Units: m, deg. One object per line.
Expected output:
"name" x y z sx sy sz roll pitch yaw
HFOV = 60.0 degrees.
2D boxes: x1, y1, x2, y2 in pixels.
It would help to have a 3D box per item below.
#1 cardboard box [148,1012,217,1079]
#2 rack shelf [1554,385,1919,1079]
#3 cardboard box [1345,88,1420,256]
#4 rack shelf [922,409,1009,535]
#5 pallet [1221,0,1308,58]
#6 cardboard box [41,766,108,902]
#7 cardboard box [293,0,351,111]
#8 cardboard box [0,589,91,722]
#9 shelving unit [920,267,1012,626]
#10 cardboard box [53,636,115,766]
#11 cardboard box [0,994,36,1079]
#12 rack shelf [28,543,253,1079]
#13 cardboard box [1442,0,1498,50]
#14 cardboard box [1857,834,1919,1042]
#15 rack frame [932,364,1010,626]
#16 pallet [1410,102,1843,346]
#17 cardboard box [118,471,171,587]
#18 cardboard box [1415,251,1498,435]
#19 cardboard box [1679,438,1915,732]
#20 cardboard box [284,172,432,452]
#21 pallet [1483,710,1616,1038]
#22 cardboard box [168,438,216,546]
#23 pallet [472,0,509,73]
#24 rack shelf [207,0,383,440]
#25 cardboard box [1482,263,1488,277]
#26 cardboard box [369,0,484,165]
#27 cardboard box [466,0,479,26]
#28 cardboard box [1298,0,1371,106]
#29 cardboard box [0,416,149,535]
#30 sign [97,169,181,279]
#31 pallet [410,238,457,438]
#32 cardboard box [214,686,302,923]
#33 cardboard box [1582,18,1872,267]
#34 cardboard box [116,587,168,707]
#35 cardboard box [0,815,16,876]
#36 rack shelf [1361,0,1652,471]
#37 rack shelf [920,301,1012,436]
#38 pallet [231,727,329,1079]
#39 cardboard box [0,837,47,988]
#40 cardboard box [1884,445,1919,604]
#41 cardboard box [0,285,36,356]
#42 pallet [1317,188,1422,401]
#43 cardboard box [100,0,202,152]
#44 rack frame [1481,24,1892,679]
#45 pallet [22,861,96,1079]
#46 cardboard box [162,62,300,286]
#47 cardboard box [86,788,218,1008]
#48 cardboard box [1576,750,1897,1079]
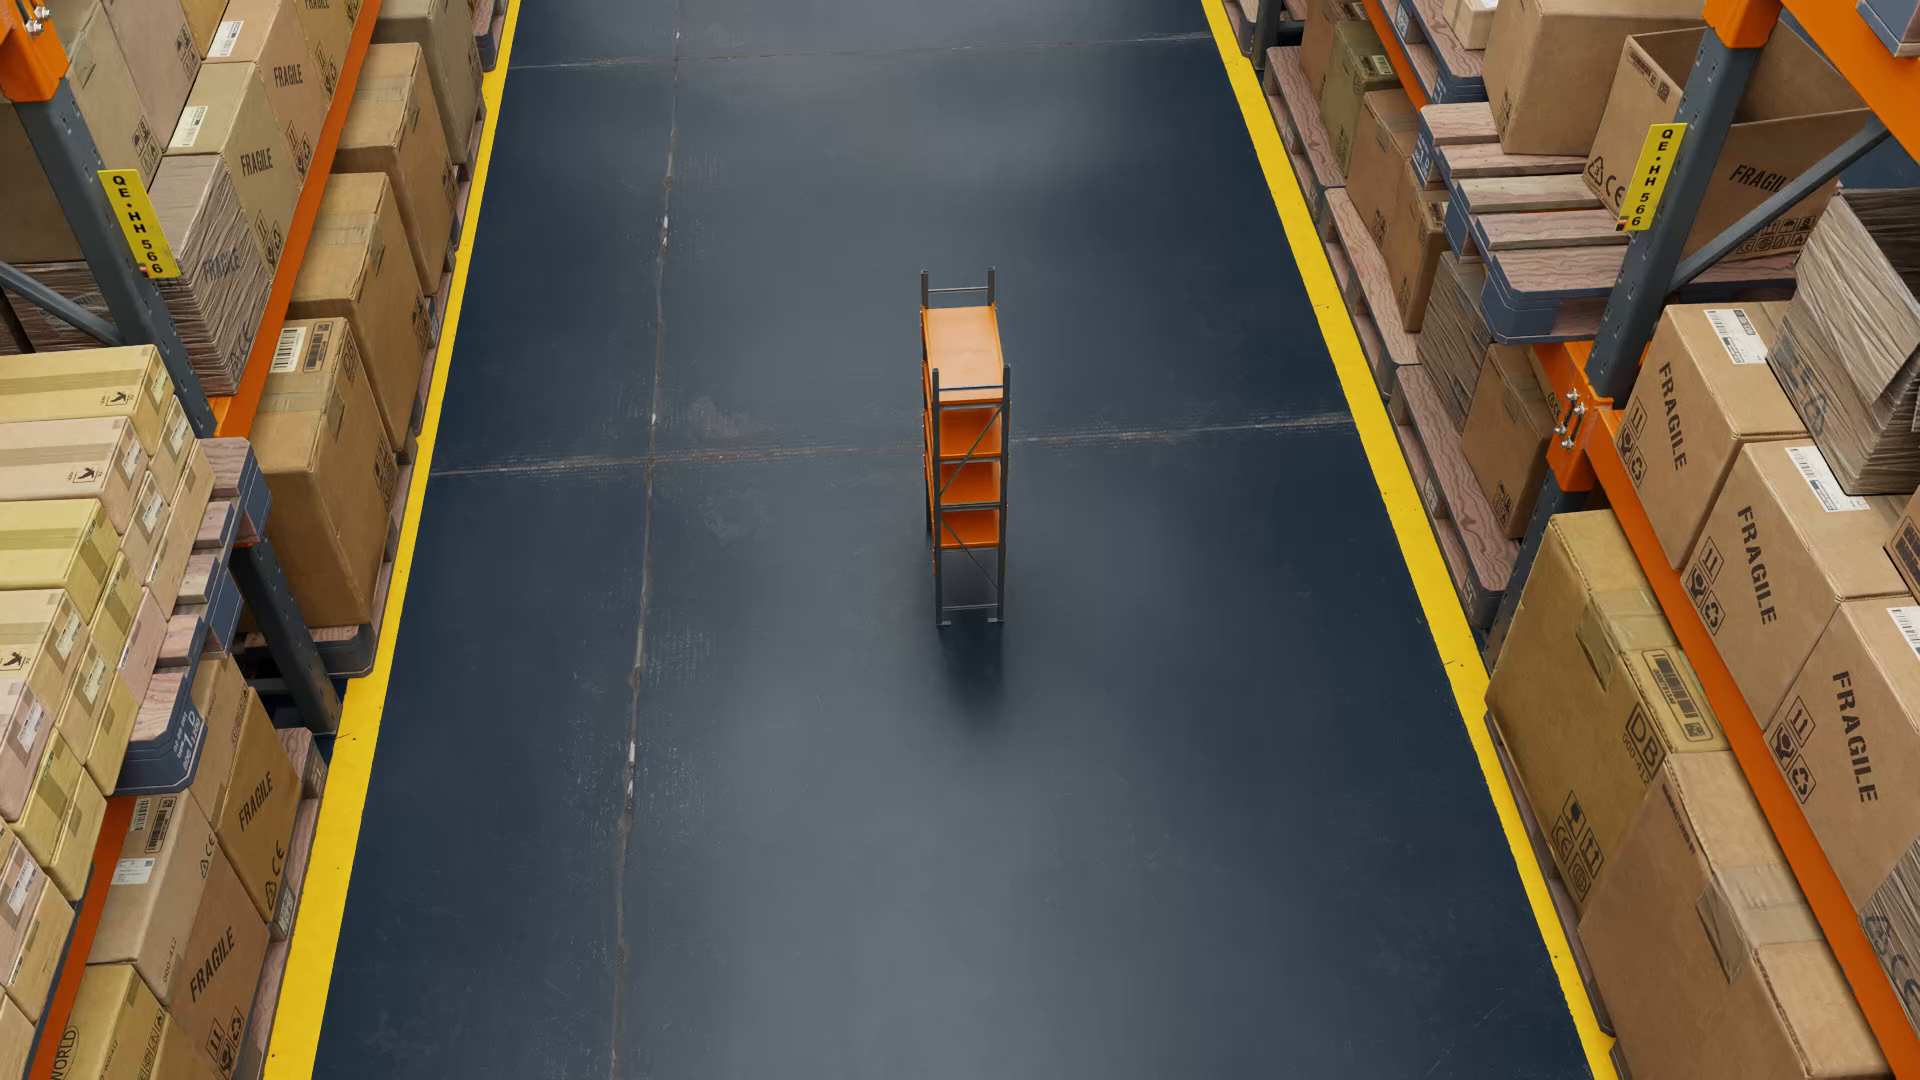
"cardboard box" -2.194 1.550 4.148 0.500 0.500 0.500 -5 47 -5
"rack shelf" 2.509 1.084 3.653 1.077 0.370 4.000 -3 47 -3
"cardboard box" 2.105 -1.600 7.118 0.700 0.500 0.500 -7 47 -7
"rack shelf" 0.014 -0.247 5.750 0.258 0.148 0.480 -3 47 -3
"pallet" 1.915 -3.030 8.974 1.003 0.211 1.213 -3 47 -3
"cardboard box" -2.028 0.629 3.472 0.380 0.149 0.250 -5 47 -5
"cardboard box" -2.505 -1.851 5.868 0.500 0.500 0.500 -4 47 -4
"cardboard box" -2.045 0.246 3.425 0.380 0.149 0.250 -2 47 -2
"shelving unit" 0.014 -0.293 5.701 0.258 1.200 0.503 -3 47 -3
"cardboard box" -2.046 0.351 3.530 0.380 0.149 0.250 -3 47 -3
"cardboard box" -1.982 1.014 3.108 0.380 0.149 0.250 -5 47 -5
"rack shelf" -2.442 1.312 3.437 1.077 0.370 4.000 -3 47 -3
"cardboard box" 1.933 -1.899 5.786 0.396 0.266 0.258 -5 47 -4
"cardboard box" 2.243 0.828 3.331 0.500 0.500 0.500 -3 47 -3
"rack frame" 0.034 -0.116 5.534 0.240 1.200 0.015 -3 47 -3
"pallet" 2.175 -1.054 5.314 1.213 0.211 1.003 -3 47 -3
"cardboard box" -2.091 -0.020 3.882 0.380 0.149 0.250 -2 47 -2
"cardboard box" 2.206 -0.787 6.348 0.700 0.500 0.500 -7 47 -7
"cardboard box" 2.156 0.096 4.024 0.500 0.500 0.500 -5 47 -4
"cardboard box" -2.648 -0.832 6.232 1.050 0.750 0.750 -3 47 -3
"pallet" 2.332 0.923 5.230 1.003 0.211 1.213 -3 47 -3
"cardboard box" -2.110 -0.112 4.173 0.380 0.149 0.250 -3 47 -3
"pallet" -2.930 -2.873 8.825 1.003 0.211 1.213 -3 47 -3
"rack shelf" -2.777 -1.582 6.178 1.077 0.370 4.000 -3 47 -3
"cardboard box" 2.201 -1.027 6.058 0.500 0.250 0.500 1 47 1
"cardboard box" -2.803 -2.204 7.531 1.050 0.750 0.750 -4 47 -3
"cardboard box" -2.928 -3.150 8.341 0.875 0.875 0.875 -3 47 -3
"cardboard box" 2.036 -2.351 7.829 0.700 0.500 0.500 -7 47 -6
"cardboard box" -2.093 -0.136 3.787 0.380 0.149 0.250 -4 47 -4
"sign" -2.070 -0.793 4.192 0.100 0.325 0.005 -3 47 -3
"pallet" -2.700 -0.879 6.937 1.003 0.211 1.213 -3 47 -3
"cardboard box" -2.294 0.793 4.866 0.500 0.500 0.500 -4 47 -3
"cardboard box" 2.256 -1.178 4.942 0.500 0.500 0.500 -9 47 -8
"cardboard box" -2.069 0.254 3.827 0.380 0.149 0.250 -3 47 -3
"cardboard box" -2.006 0.617 3.073 0.380 0.149 0.250 -1 47 -1
"rack shelf" 2.174 -1.810 6.394 1.077 0.370 4.000 -3 47 -3
"rack shelf" 0.014 -0.563 5.416 0.258 0.148 0.480 -3 47 -3
"pallet" -2.546 1.142 5.023 1.003 0.211 1.213 -3 47 -3
"cardboard box" -2.004 0.720 3.181 0.380 0.149 0.250 -2 47 -2
"cardboard box" 2.438 0.011 3.413 0.797 0.503 0.637 -3 47 -2
"cardboard box" -2.915 -0.726 4.803 0.500 0.500 0.500 -3 47 -3
"pallet" 2.178 -1.098 7.145 1.003 0.211 1.213 -3 47 -3
"cardboard box" -2.681 -1.452 4.802 0.700 0.500 0.500 -4 47 -4
"rack frame" 2.341 -0.611 4.763 1.000 3.000 0.127 -3 47 -3
"pallet" -2.403 1.113 3.262 1.003 0.211 1.213 -3 47 -3
"cardboard box" -2.424 -1.126 5.181 0.500 0.500 0.500 -4 47 -4
"cardboard box" -2.238 0.918 4.230 0.500 0.250 0.500 -3 47 -3
"cardboard box" 2.445 1.121 4.296 1.225 0.875 0.875 -3 47 -3
